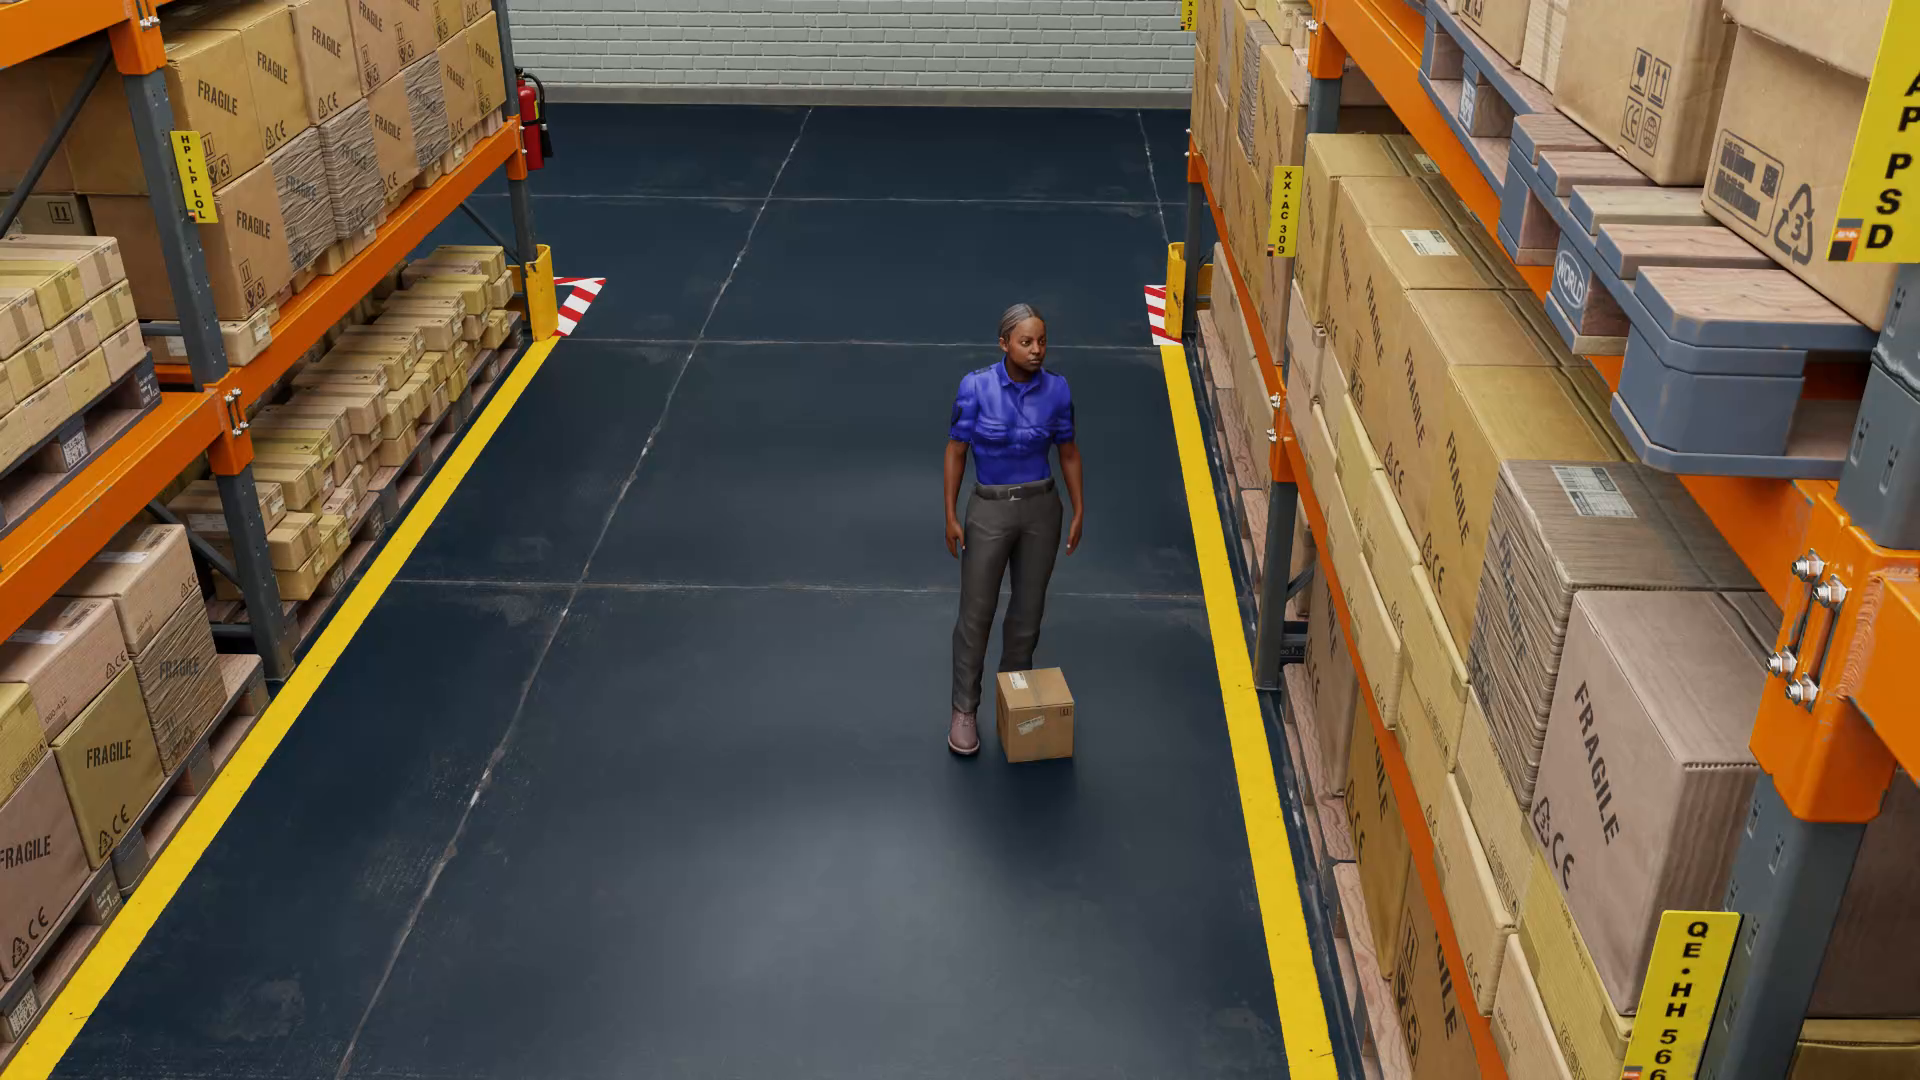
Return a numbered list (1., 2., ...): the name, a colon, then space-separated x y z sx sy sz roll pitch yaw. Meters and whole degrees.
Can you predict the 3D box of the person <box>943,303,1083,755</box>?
1. person: 0.202 -0.040 6.186 0.570 1.654 0.503 -6 29 -10
